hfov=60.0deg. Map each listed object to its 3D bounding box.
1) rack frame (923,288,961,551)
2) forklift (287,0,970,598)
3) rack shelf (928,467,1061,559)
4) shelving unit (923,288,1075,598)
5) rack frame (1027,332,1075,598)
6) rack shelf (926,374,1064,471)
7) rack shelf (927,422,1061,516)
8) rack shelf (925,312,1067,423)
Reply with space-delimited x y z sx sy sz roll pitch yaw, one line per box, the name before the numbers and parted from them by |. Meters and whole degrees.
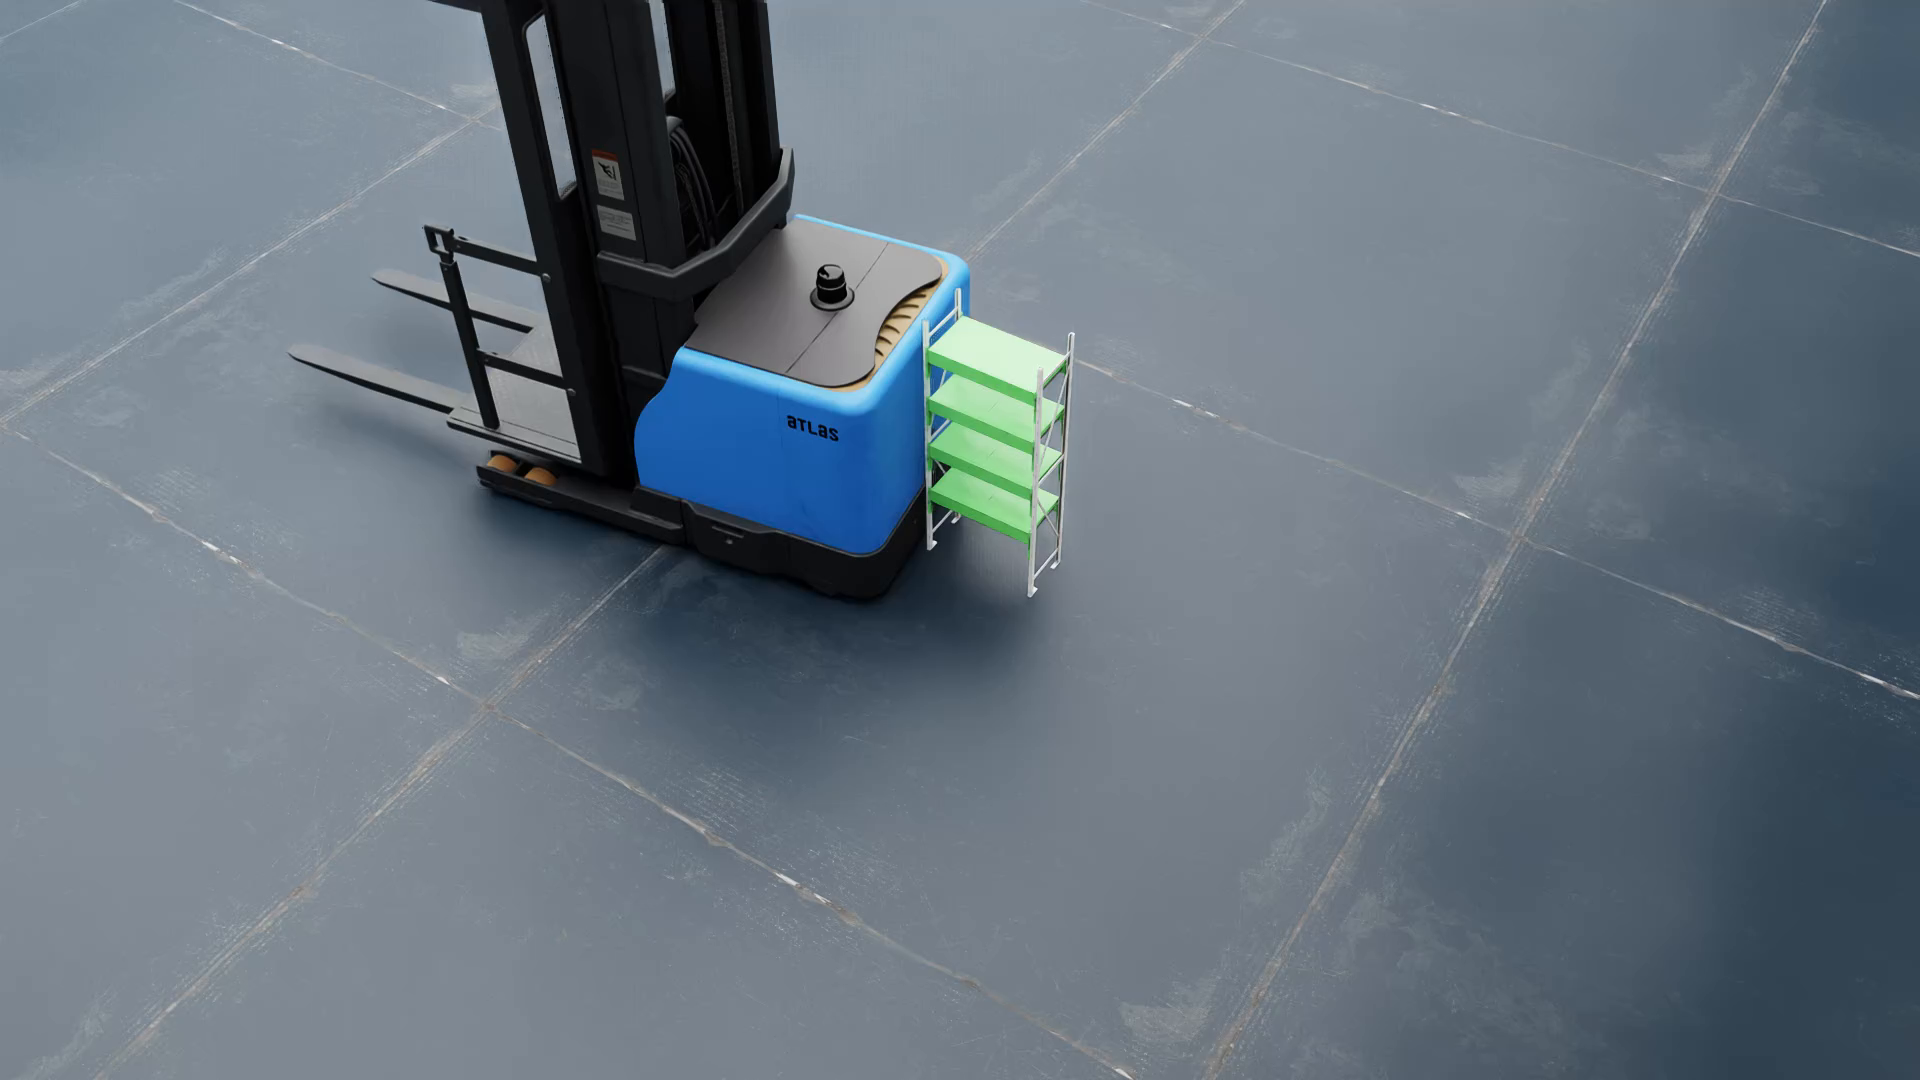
rack frame | -0.066 -0.449 6.571 0.015 1.200 0.240 25 51 22
forklift | -1.509 -1.495 6.381 3.031 2.935 1.130 17 48 16
rack shelf | 0.139 -0.142 6.697 0.480 0.148 0.258 25 51 22
shelving unit | 0.139 -0.354 6.479 0.503 1.200 0.258 25 51 22
rack frame | 0.345 -0.260 6.387 0.015 1.200 0.240 25 51 22
rack shelf | 0.139 -0.477 6.353 0.480 0.148 0.258 25 51 22
rack shelf | 0.139 -0.310 6.525 0.480 0.148 0.258 25 51 22
rack shelf | 0.139 -0.644 6.181 0.480 0.148 0.258 25 51 22
